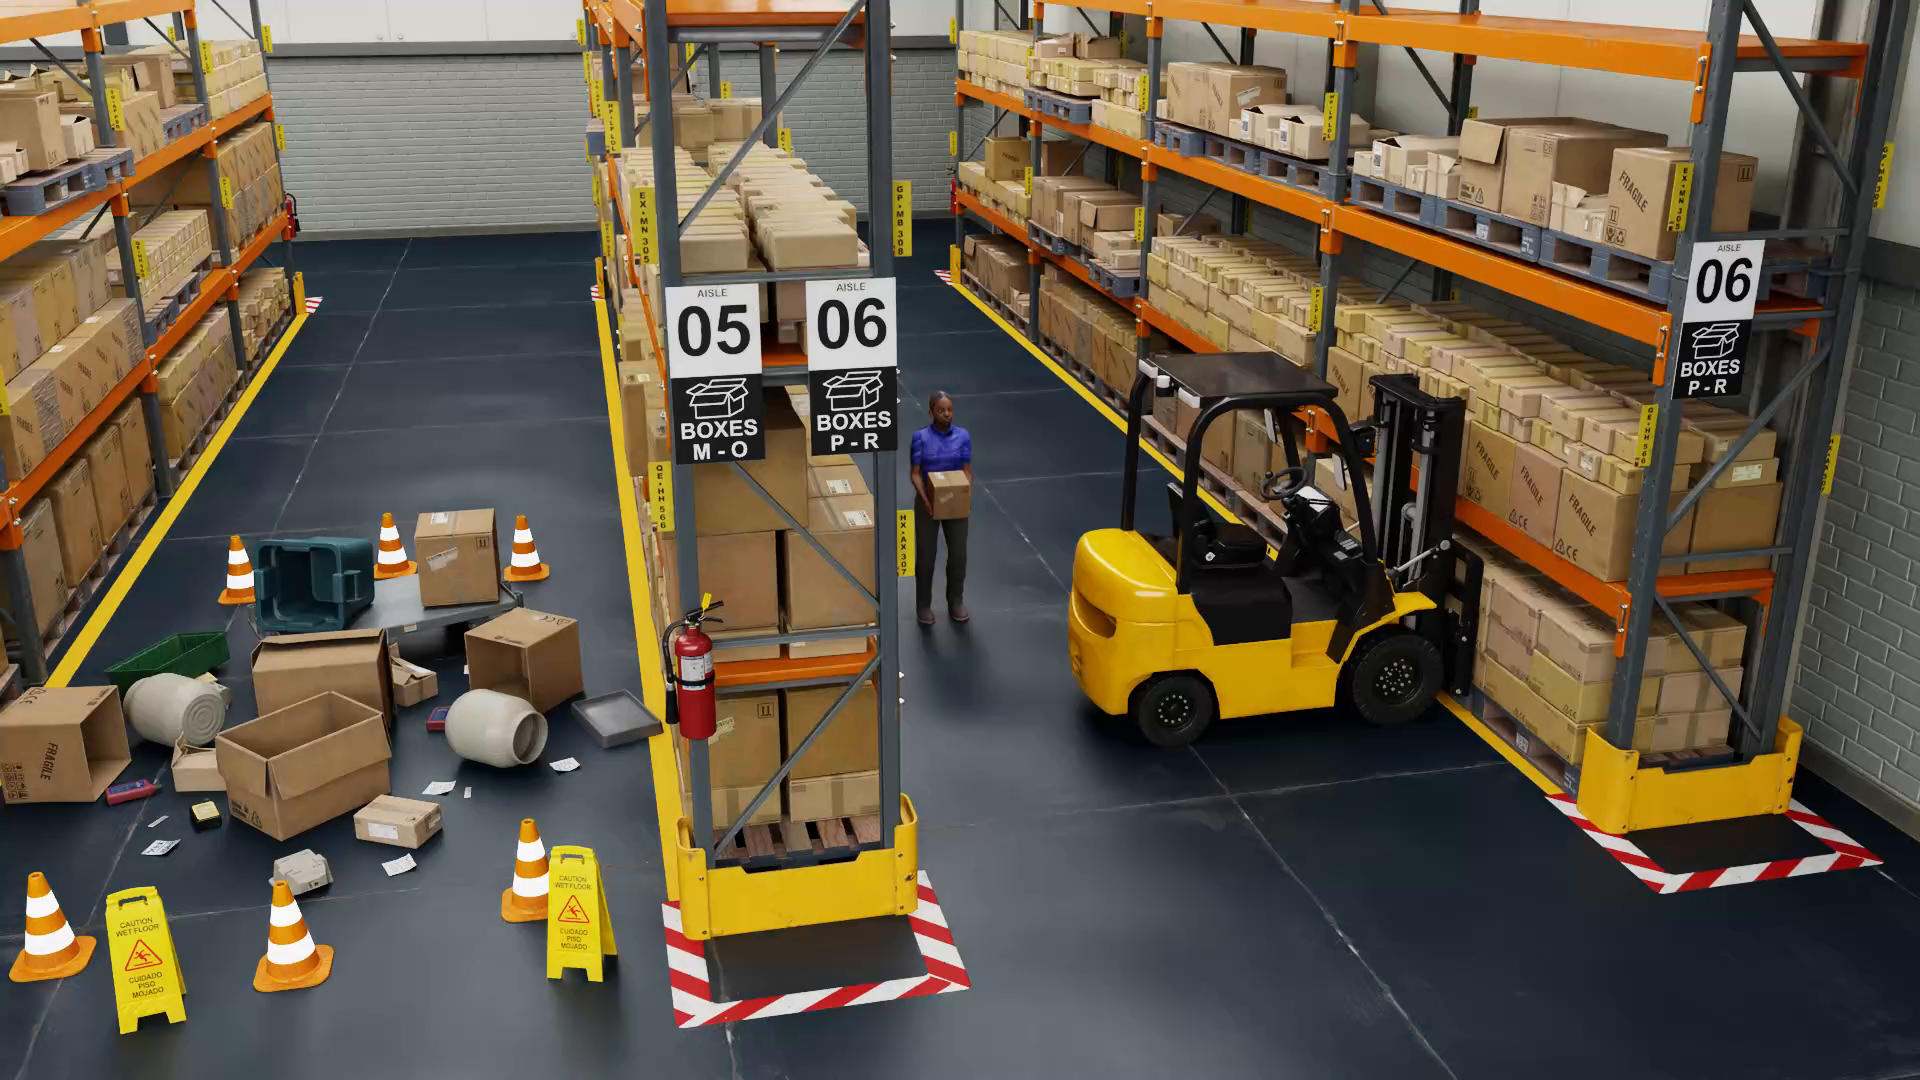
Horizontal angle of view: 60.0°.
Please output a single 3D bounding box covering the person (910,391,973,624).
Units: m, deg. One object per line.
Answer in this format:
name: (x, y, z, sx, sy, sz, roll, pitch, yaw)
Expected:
person: (-0.120, -0.206, 11.668, 0.451, 1.649, 0.514, -4, 20, -11)
